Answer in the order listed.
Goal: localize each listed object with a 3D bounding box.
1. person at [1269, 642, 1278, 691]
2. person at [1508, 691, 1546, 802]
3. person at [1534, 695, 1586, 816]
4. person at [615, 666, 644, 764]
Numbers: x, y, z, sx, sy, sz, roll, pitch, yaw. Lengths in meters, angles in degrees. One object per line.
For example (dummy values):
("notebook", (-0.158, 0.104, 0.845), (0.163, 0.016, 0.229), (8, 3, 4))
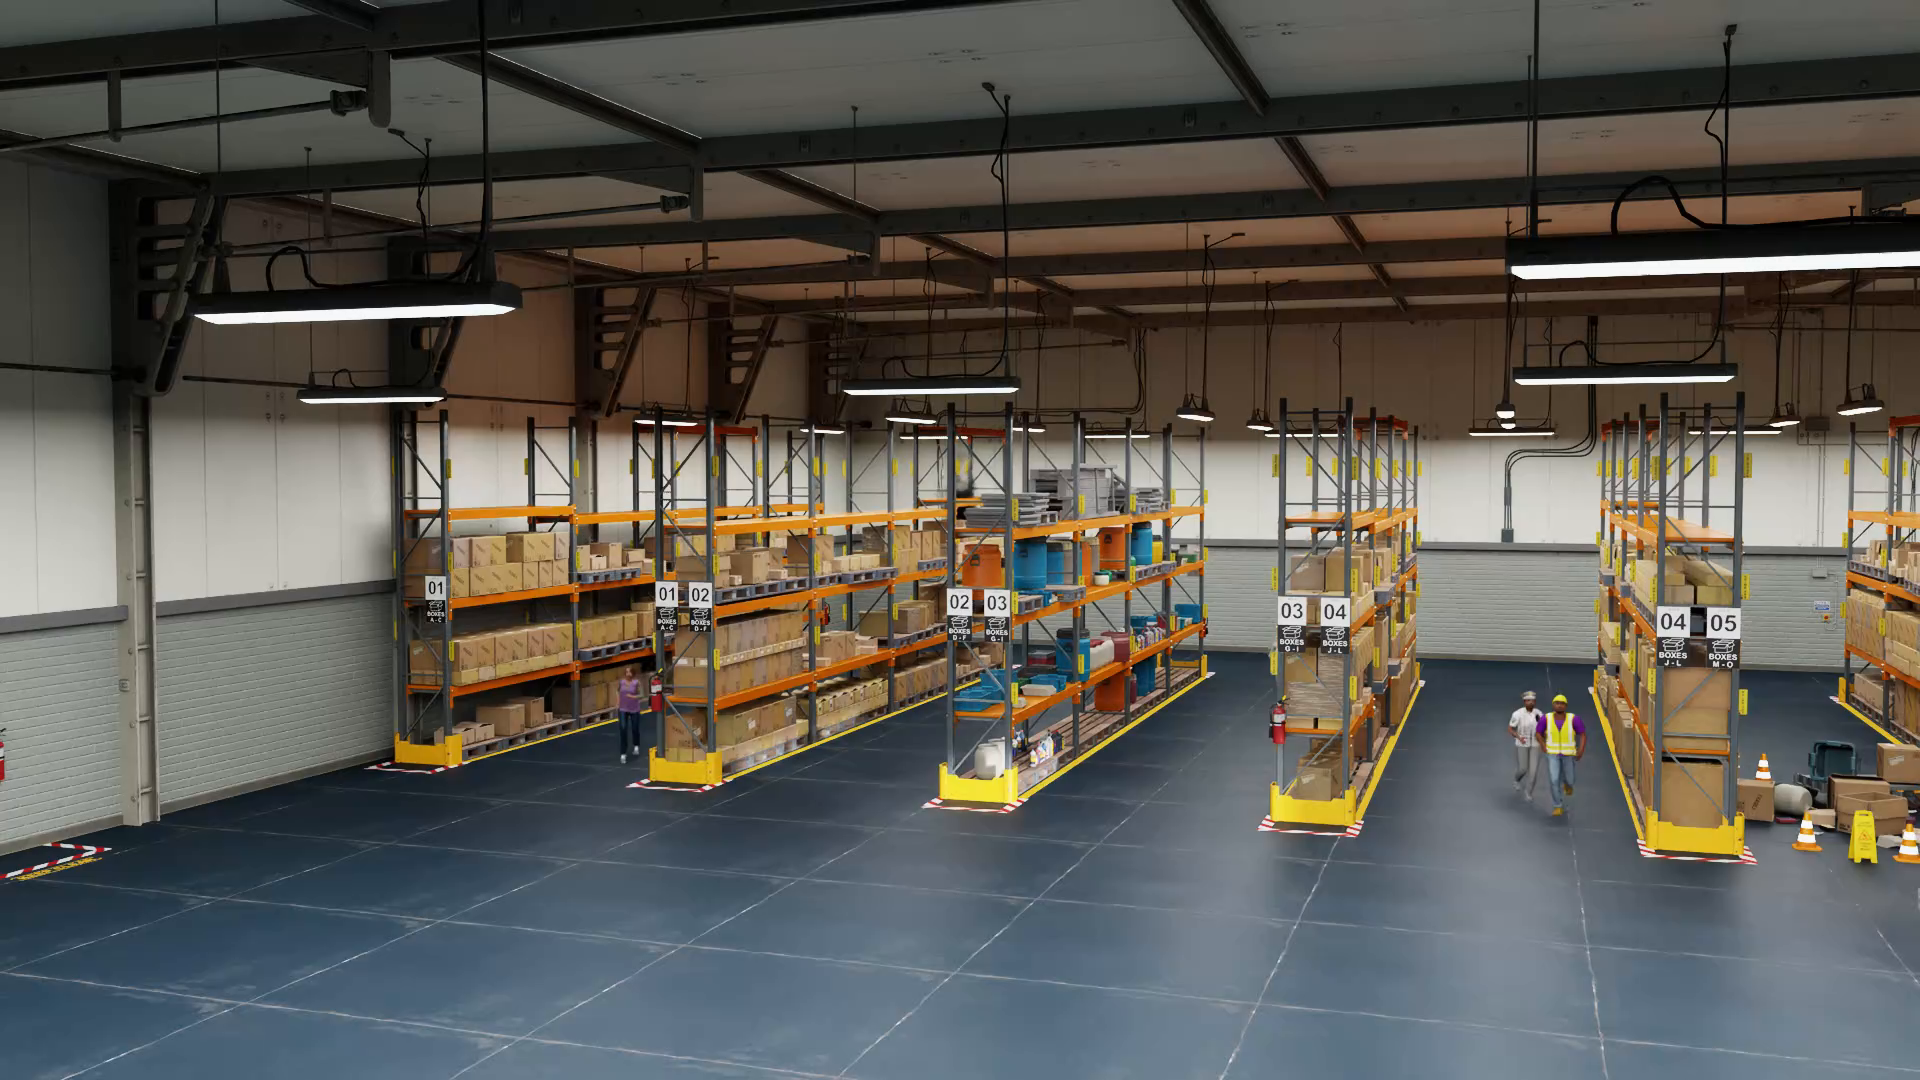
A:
("person", (6.703, 2.666, 34.392), (0.655, 1.730, 0.571), (1, 3, 19))
("person", (8.575, 3.095, 25.094), (0.572, 1.659, 0.617), (0, 2, 4))
("person", (8.770, 3.119, 24.296), (0.716, 1.724, 0.745), (1, 3, 17))
("person", (-5.667, 2.962, 28.528), (0.519, 1.626, 0.797), (0, 2, -2))
